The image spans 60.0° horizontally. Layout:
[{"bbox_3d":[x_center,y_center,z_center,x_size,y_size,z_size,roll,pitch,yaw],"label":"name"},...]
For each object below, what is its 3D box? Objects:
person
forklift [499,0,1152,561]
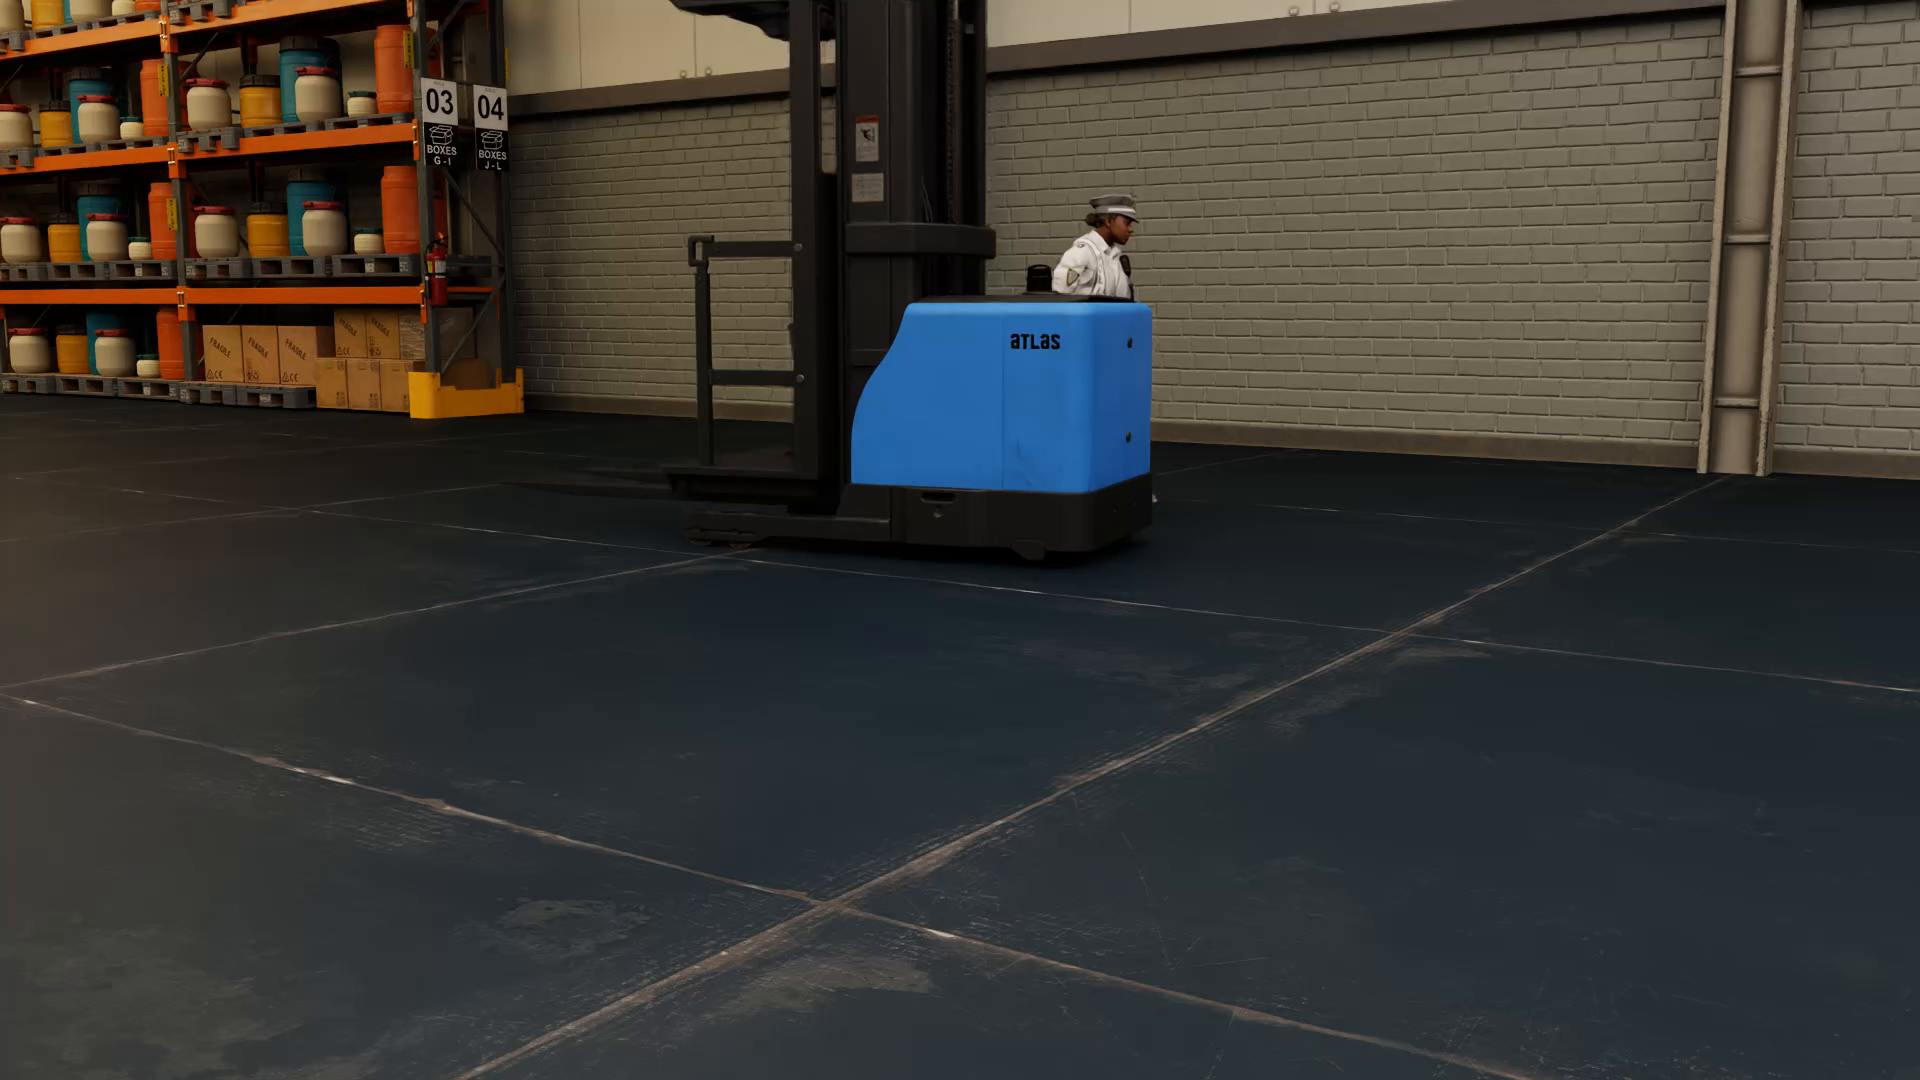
[{"bbox_3d":[0.708,-0.952,8.579,0.412,1.631,0.783,6,10,37],"label":"person"},{"bbox_3d":[-0.692,-1.474,7.562,3.031,2.935,1.130,3,9,22],"label":"forklift"}]
